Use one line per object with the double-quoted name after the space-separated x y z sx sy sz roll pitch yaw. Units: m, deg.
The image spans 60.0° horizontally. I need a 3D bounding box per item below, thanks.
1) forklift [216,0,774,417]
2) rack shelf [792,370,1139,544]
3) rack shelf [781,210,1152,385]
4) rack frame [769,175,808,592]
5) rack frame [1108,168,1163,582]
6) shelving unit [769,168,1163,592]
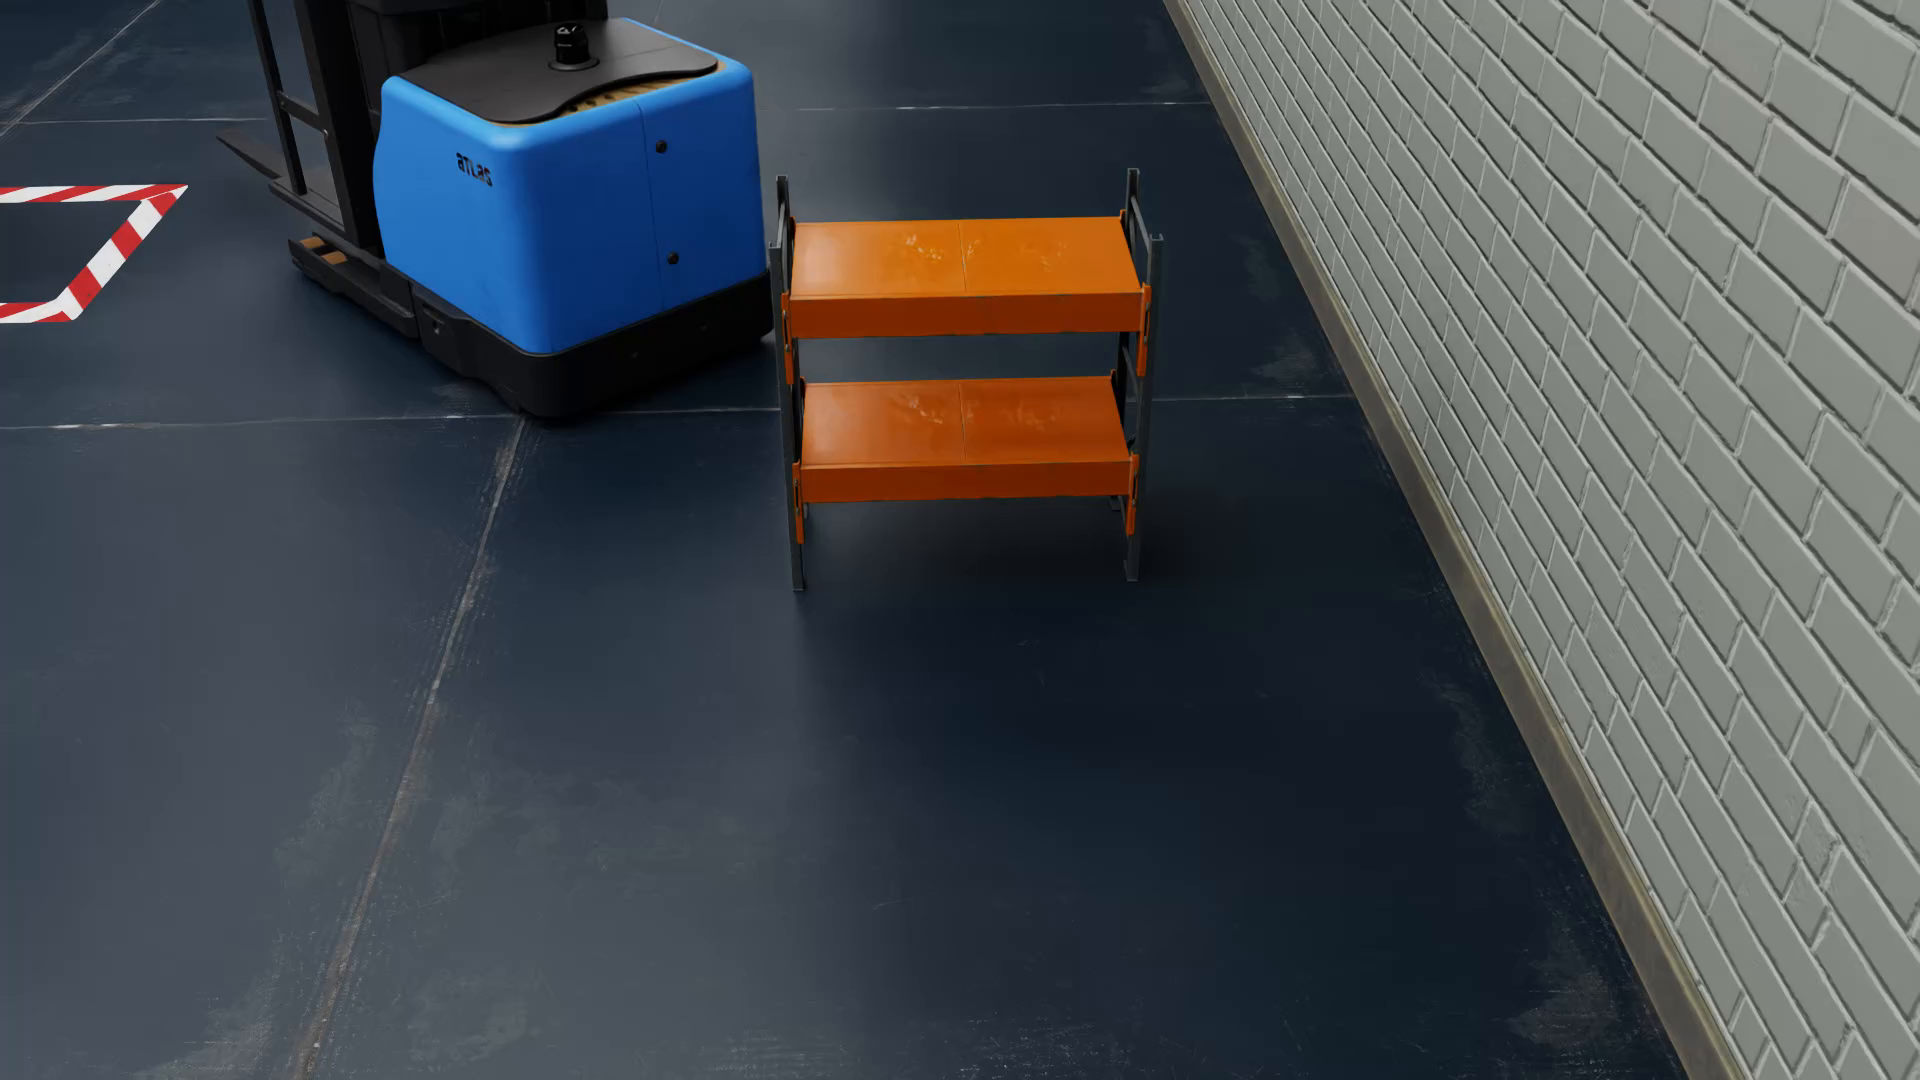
-2.080 -2.373 6.103 1.130 2.935 3.031 -28 44 -35 "forklift"
0.007 -0.262 5.069 1.000 0.278 0.538 -2 35 -2 "rack shelf"
0.007 -0.703 4.764 1.000 0.278 0.538 -2 35 -2 "rack shelf"
-0.501 -0.449 4.910 0.032 1.125 0.500 -2 35 -2 "rack frame"
0.515 -0.476 4.950 0.032 1.125 0.500 -2 35 -2 "rack frame"
0.007 -0.463 4.930 1.048 1.125 0.538 -2 35 -2 "shelving unit"
